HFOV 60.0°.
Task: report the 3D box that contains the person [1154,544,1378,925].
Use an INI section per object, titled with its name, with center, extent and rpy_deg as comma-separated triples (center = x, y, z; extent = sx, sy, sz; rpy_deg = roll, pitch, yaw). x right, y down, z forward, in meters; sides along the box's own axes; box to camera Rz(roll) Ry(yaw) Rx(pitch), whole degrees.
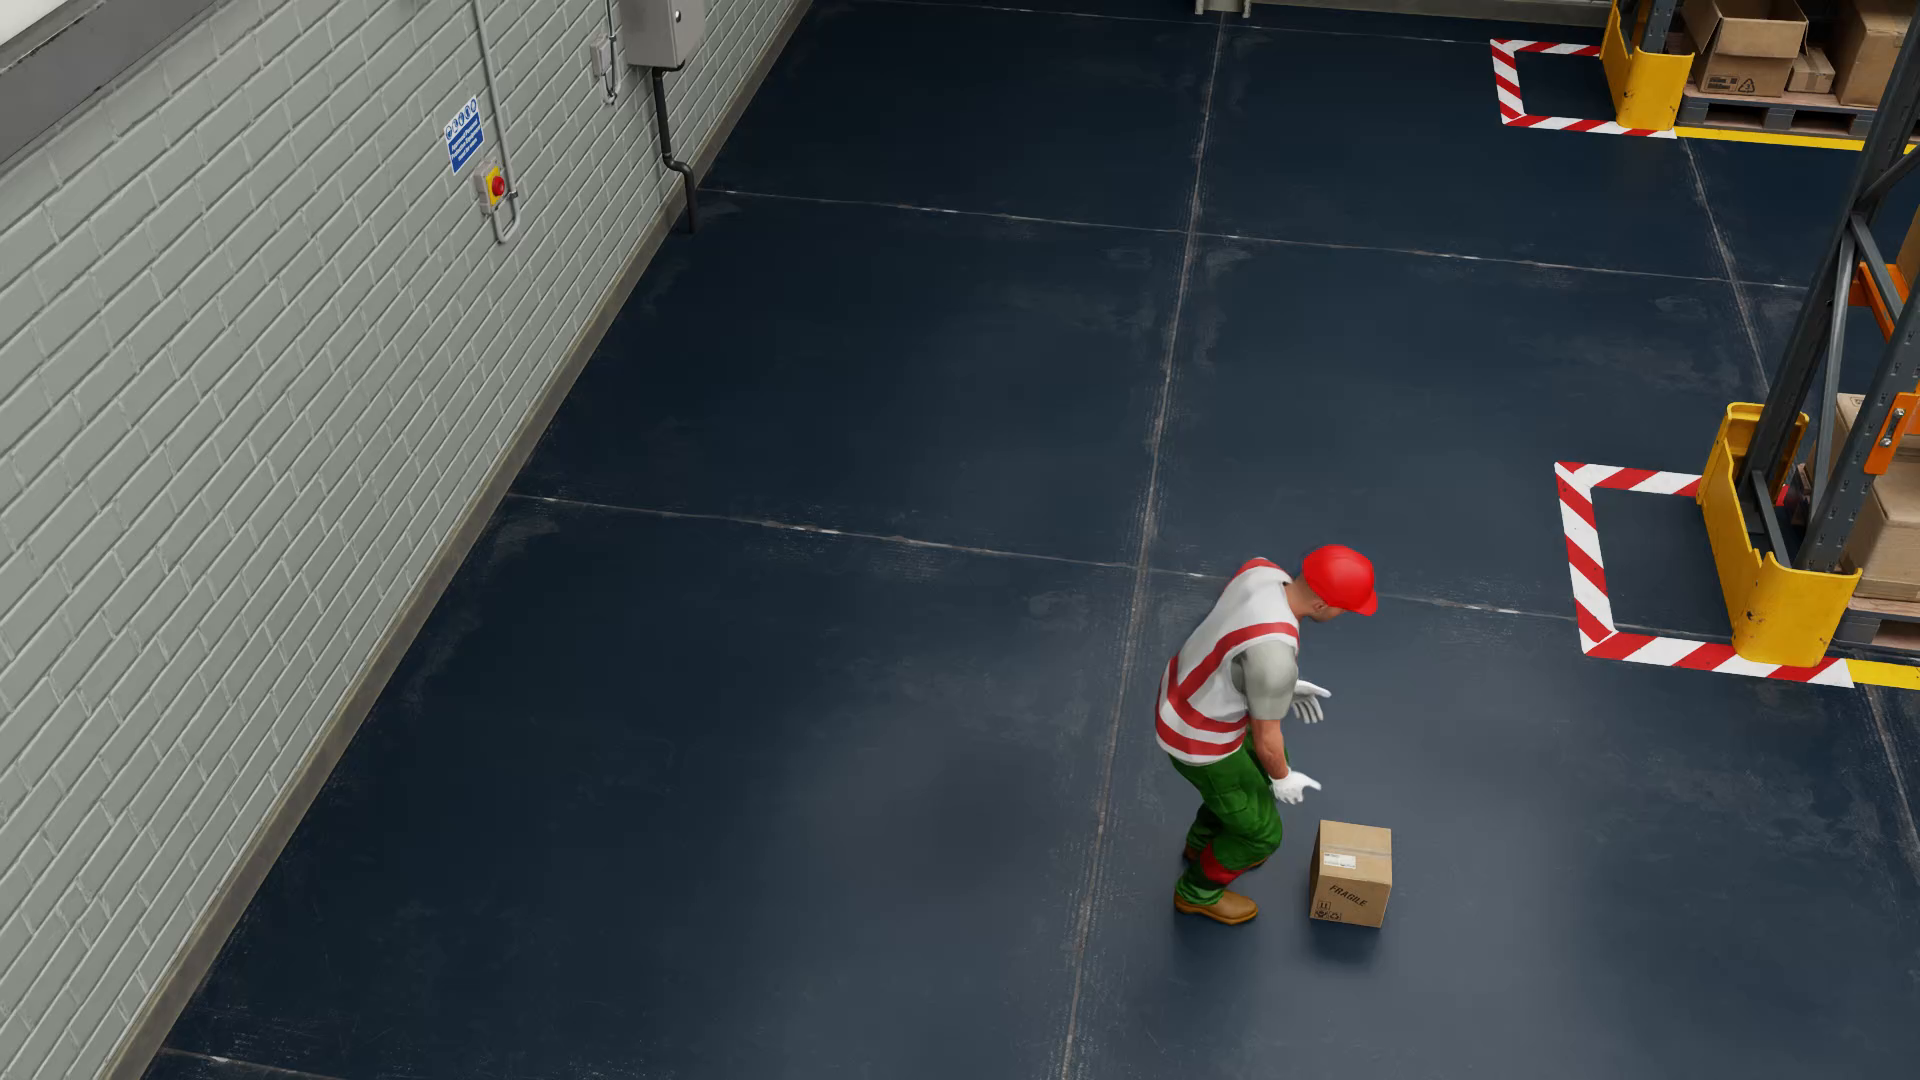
[person]
center = 0.976, 0.616, 5.571
extent = 0.647, 1.580, 0.575
rpy_deg = 7, 41, 8
